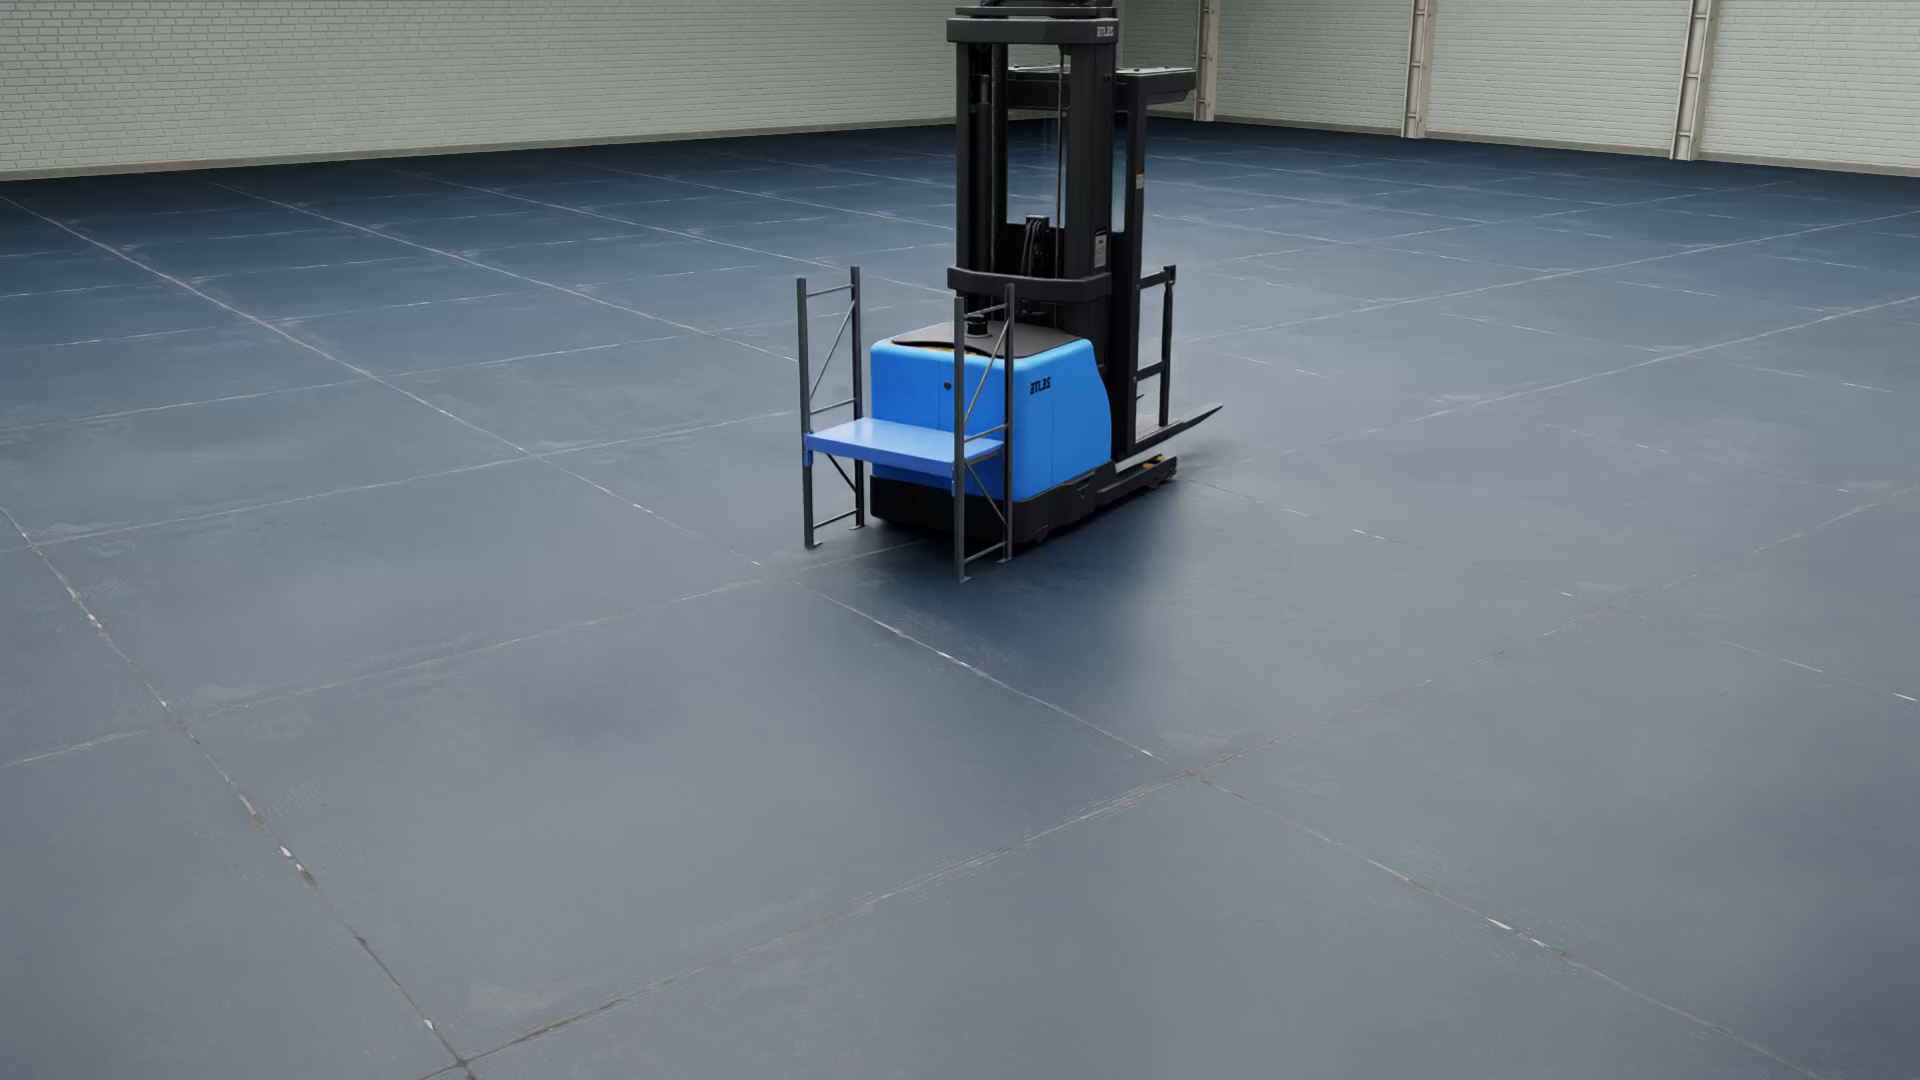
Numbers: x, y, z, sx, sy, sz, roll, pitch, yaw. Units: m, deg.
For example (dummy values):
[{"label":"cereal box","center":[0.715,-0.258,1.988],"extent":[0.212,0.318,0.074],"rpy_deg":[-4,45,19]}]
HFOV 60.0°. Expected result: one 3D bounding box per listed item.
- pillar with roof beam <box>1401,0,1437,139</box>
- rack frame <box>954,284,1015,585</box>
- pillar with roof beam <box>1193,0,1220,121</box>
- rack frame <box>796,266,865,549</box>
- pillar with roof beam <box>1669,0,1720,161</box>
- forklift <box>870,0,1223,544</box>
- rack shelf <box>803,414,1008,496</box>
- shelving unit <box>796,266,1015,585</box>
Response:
[{"label":"pillar with roof beam","center":[6.108,-11.856,30.853],"extent":[9.100,9.000,0.400],"rpy_deg":[-14,23,-36]},{"label":"rack frame","center":[0.126,-0.547,8.627],"extent":[0.032,1.500,0.500],"rpy_deg":[12,22,33]},{"label":"pillar with roof beam","center":[2.383,-13.335,35.318],"extent":[9.100,9.000,0.400],"rpy_deg":[-14,23,-36]},{"label":"rack frame","center":[-0.706,-0.730,9.180],"extent":[0.032,1.500,0.500],"rpy_deg":[12,22,33]},{"label":"pillar with roof beam","center":[9.834,-10.378,26.388],"extent":[9.100,9.000,0.400],"rpy_deg":[-14,23,-36]},{"label":"forklift","center":[0.709,-1.776,10.064],"extent":[1.130,2.935,3.031],"rpy_deg":[12,22,31]},{"label":"rack shelf","center":[-0.290,-0.468,8.960],"extent":[1.000,0.185,0.538],"rpy_deg":[12,22,33]},{"label":"shelving unit","center":[-0.290,-0.638,8.904],"extent":[1.048,1.500,0.538],"rpy_deg":[12,22,33]}]
